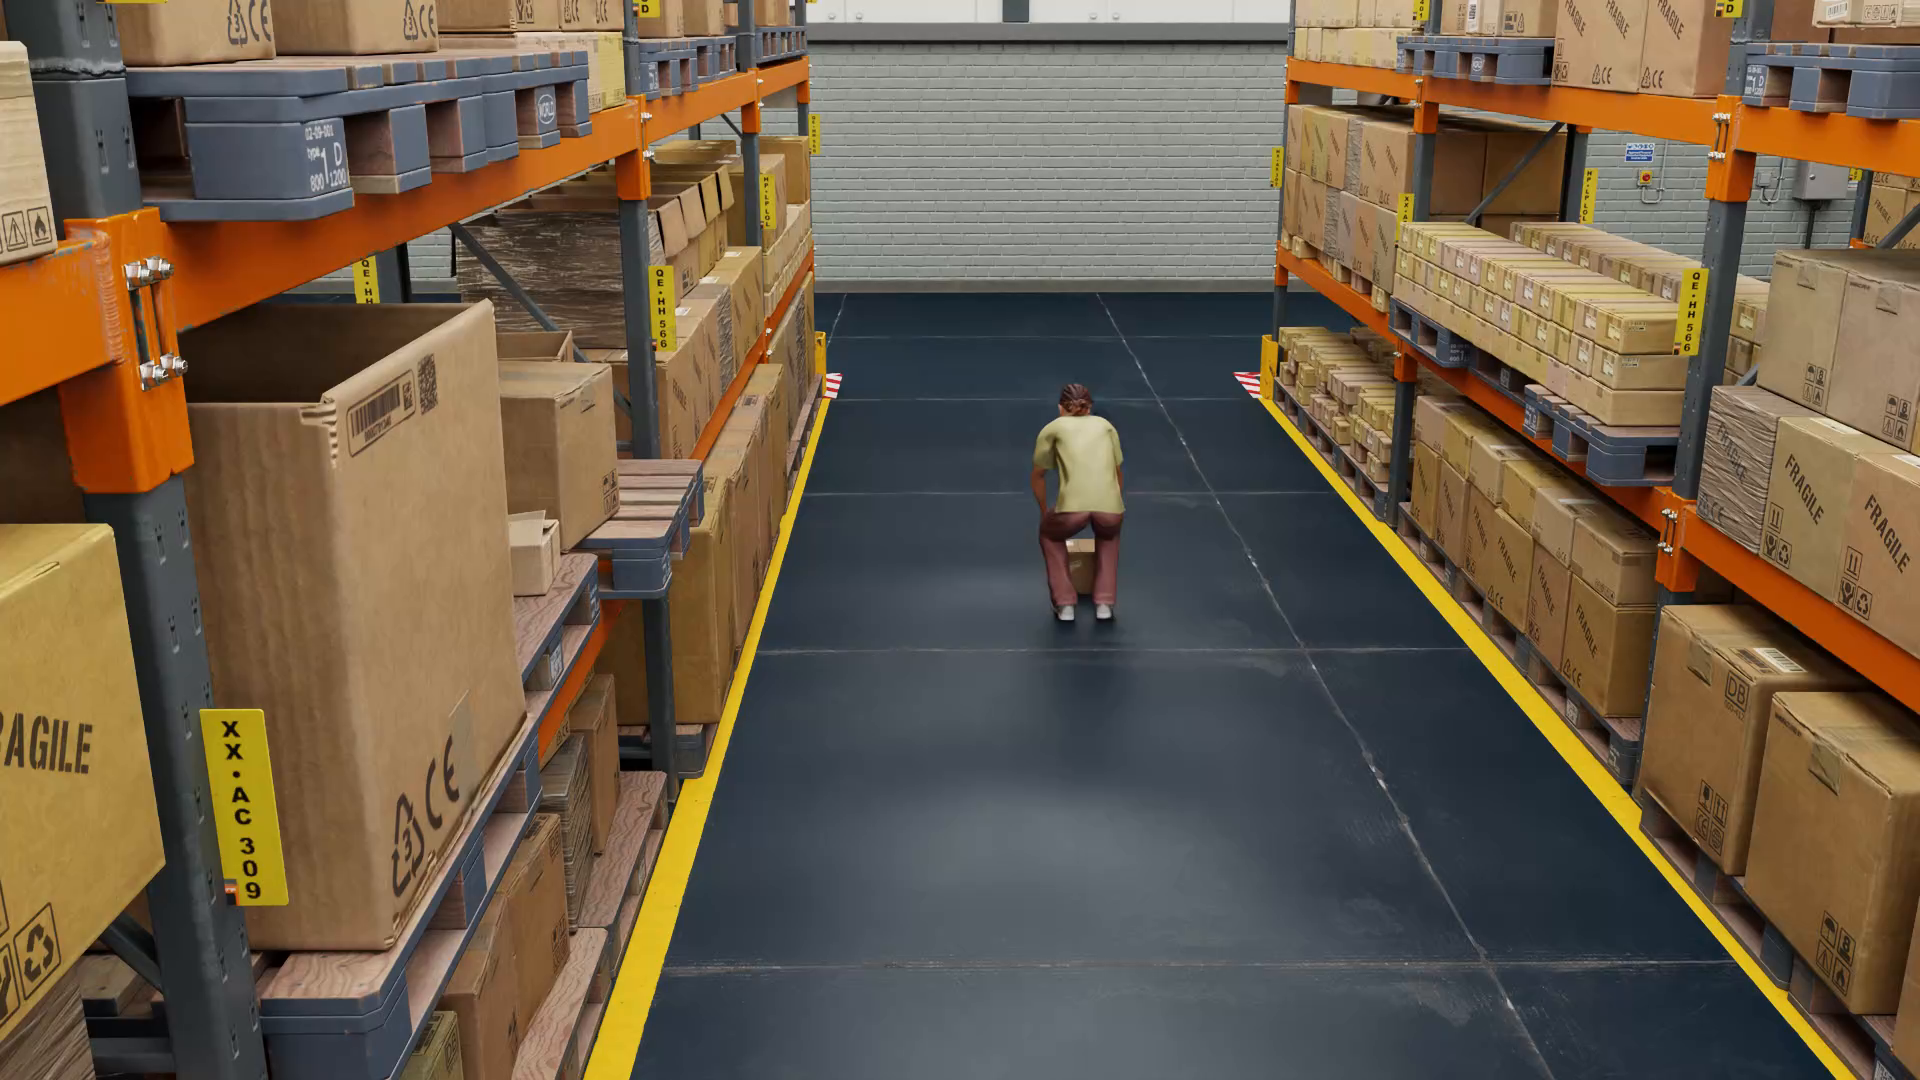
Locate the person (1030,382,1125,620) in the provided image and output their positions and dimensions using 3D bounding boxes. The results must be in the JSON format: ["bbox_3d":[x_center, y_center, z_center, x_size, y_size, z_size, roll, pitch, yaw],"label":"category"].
[{"bbox_3d":[0.636,-0.197,8.966,0.508,1.216,0.719,0,17,-1],"label":"person"}]
